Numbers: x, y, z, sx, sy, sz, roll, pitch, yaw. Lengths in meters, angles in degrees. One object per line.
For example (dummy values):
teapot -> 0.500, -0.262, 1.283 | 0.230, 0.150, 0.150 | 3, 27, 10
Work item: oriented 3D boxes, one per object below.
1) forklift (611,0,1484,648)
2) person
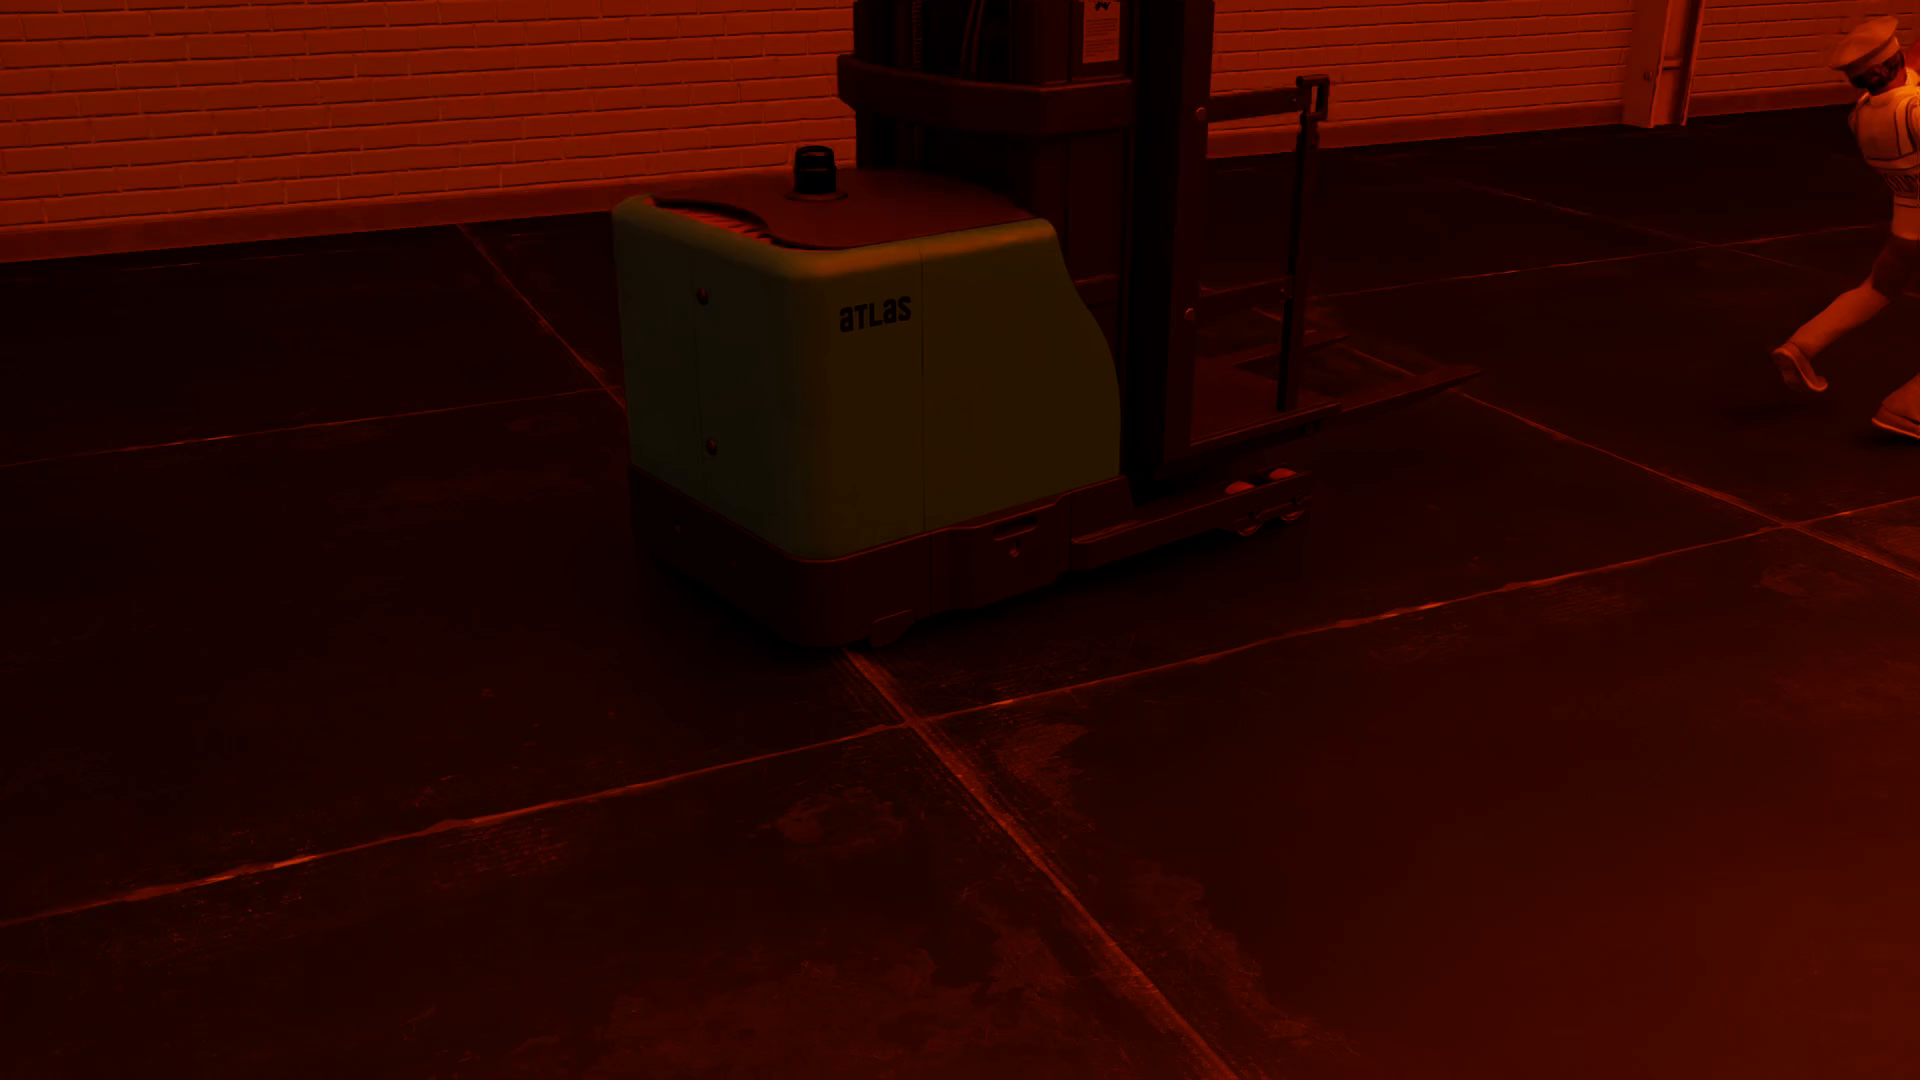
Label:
forklift -> 0.497, -1.510, 4.920 | 3.031, 2.935, 1.130 | -17, 28, -35
person -> 3.388, -1.085, 5.680 | 0.701, 1.553, 0.993 | -7, 24, -17
